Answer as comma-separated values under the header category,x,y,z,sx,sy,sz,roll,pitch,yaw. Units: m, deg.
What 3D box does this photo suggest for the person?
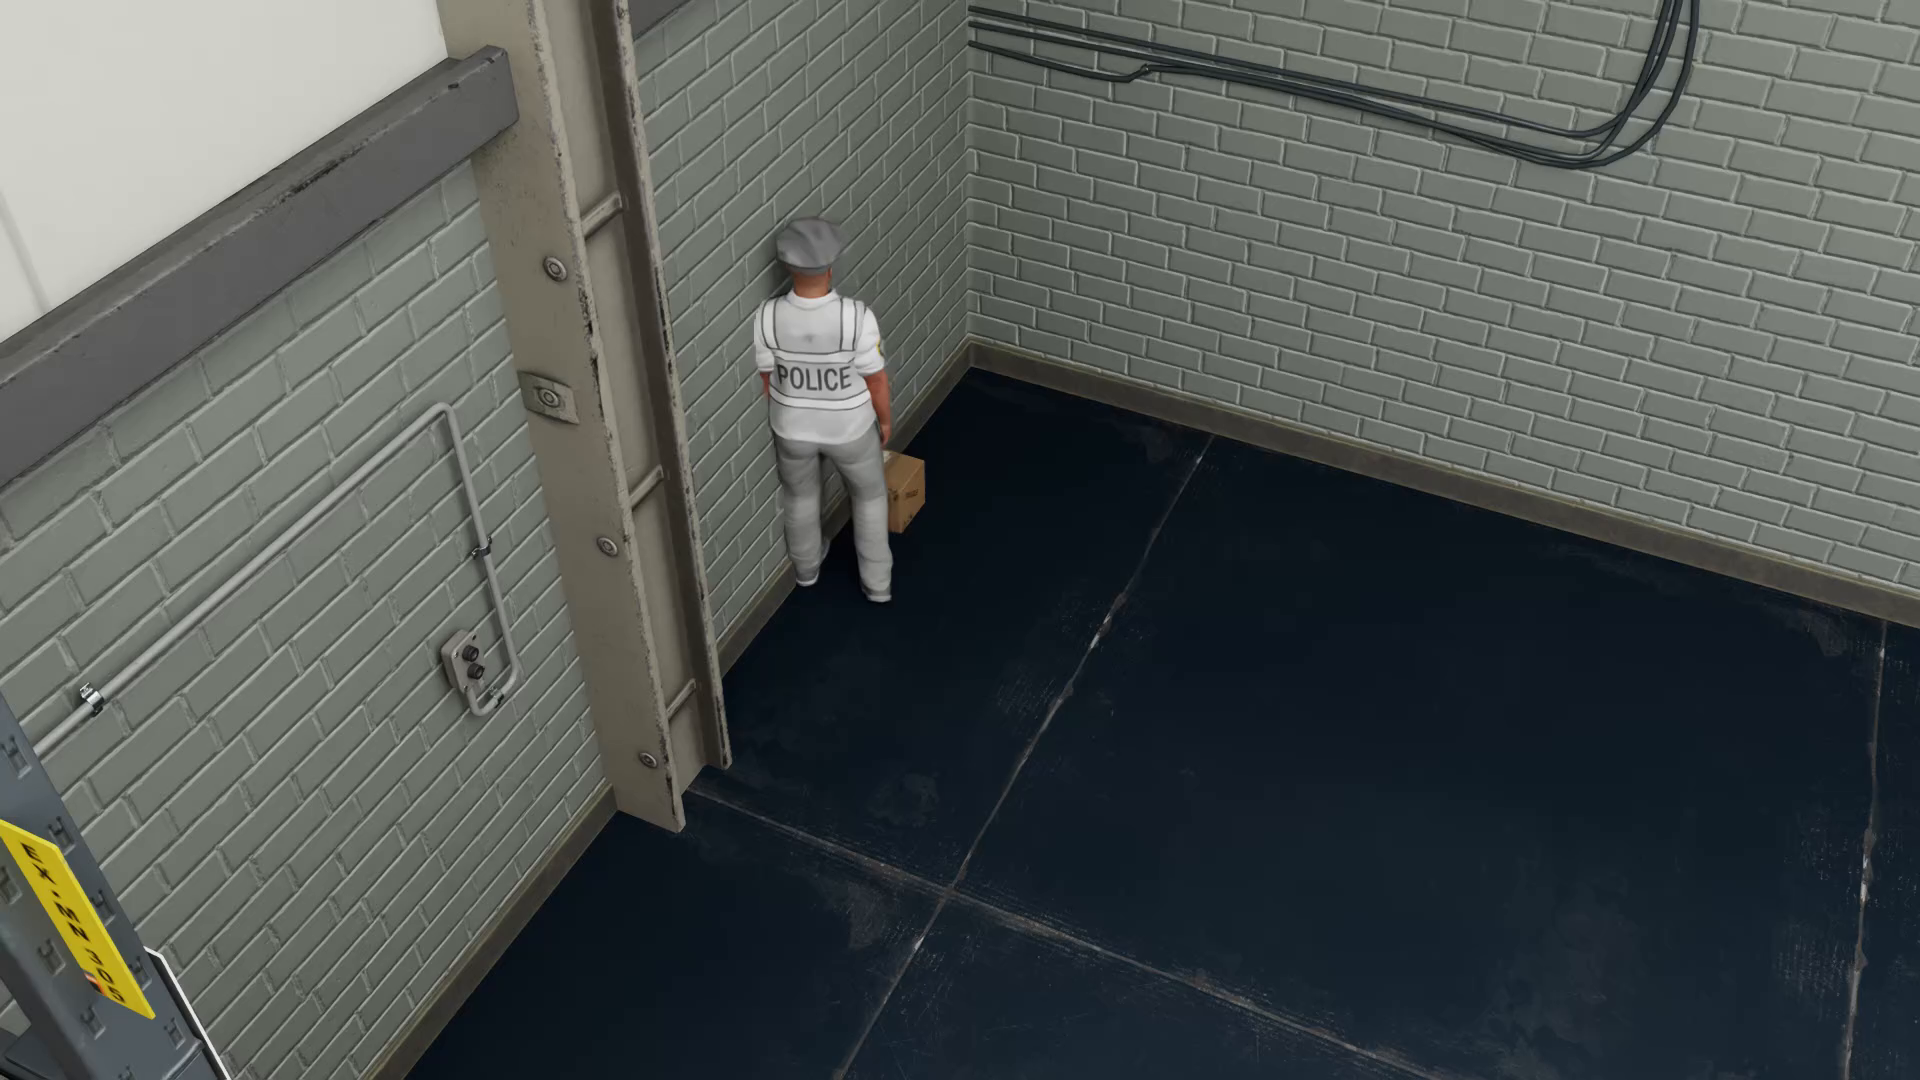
category,x,y,z,sx,sy,sz,roll,pitch,yaw
person,-0.552,-0.485,6.726,0.564,1.833,0.445,4,42,4
